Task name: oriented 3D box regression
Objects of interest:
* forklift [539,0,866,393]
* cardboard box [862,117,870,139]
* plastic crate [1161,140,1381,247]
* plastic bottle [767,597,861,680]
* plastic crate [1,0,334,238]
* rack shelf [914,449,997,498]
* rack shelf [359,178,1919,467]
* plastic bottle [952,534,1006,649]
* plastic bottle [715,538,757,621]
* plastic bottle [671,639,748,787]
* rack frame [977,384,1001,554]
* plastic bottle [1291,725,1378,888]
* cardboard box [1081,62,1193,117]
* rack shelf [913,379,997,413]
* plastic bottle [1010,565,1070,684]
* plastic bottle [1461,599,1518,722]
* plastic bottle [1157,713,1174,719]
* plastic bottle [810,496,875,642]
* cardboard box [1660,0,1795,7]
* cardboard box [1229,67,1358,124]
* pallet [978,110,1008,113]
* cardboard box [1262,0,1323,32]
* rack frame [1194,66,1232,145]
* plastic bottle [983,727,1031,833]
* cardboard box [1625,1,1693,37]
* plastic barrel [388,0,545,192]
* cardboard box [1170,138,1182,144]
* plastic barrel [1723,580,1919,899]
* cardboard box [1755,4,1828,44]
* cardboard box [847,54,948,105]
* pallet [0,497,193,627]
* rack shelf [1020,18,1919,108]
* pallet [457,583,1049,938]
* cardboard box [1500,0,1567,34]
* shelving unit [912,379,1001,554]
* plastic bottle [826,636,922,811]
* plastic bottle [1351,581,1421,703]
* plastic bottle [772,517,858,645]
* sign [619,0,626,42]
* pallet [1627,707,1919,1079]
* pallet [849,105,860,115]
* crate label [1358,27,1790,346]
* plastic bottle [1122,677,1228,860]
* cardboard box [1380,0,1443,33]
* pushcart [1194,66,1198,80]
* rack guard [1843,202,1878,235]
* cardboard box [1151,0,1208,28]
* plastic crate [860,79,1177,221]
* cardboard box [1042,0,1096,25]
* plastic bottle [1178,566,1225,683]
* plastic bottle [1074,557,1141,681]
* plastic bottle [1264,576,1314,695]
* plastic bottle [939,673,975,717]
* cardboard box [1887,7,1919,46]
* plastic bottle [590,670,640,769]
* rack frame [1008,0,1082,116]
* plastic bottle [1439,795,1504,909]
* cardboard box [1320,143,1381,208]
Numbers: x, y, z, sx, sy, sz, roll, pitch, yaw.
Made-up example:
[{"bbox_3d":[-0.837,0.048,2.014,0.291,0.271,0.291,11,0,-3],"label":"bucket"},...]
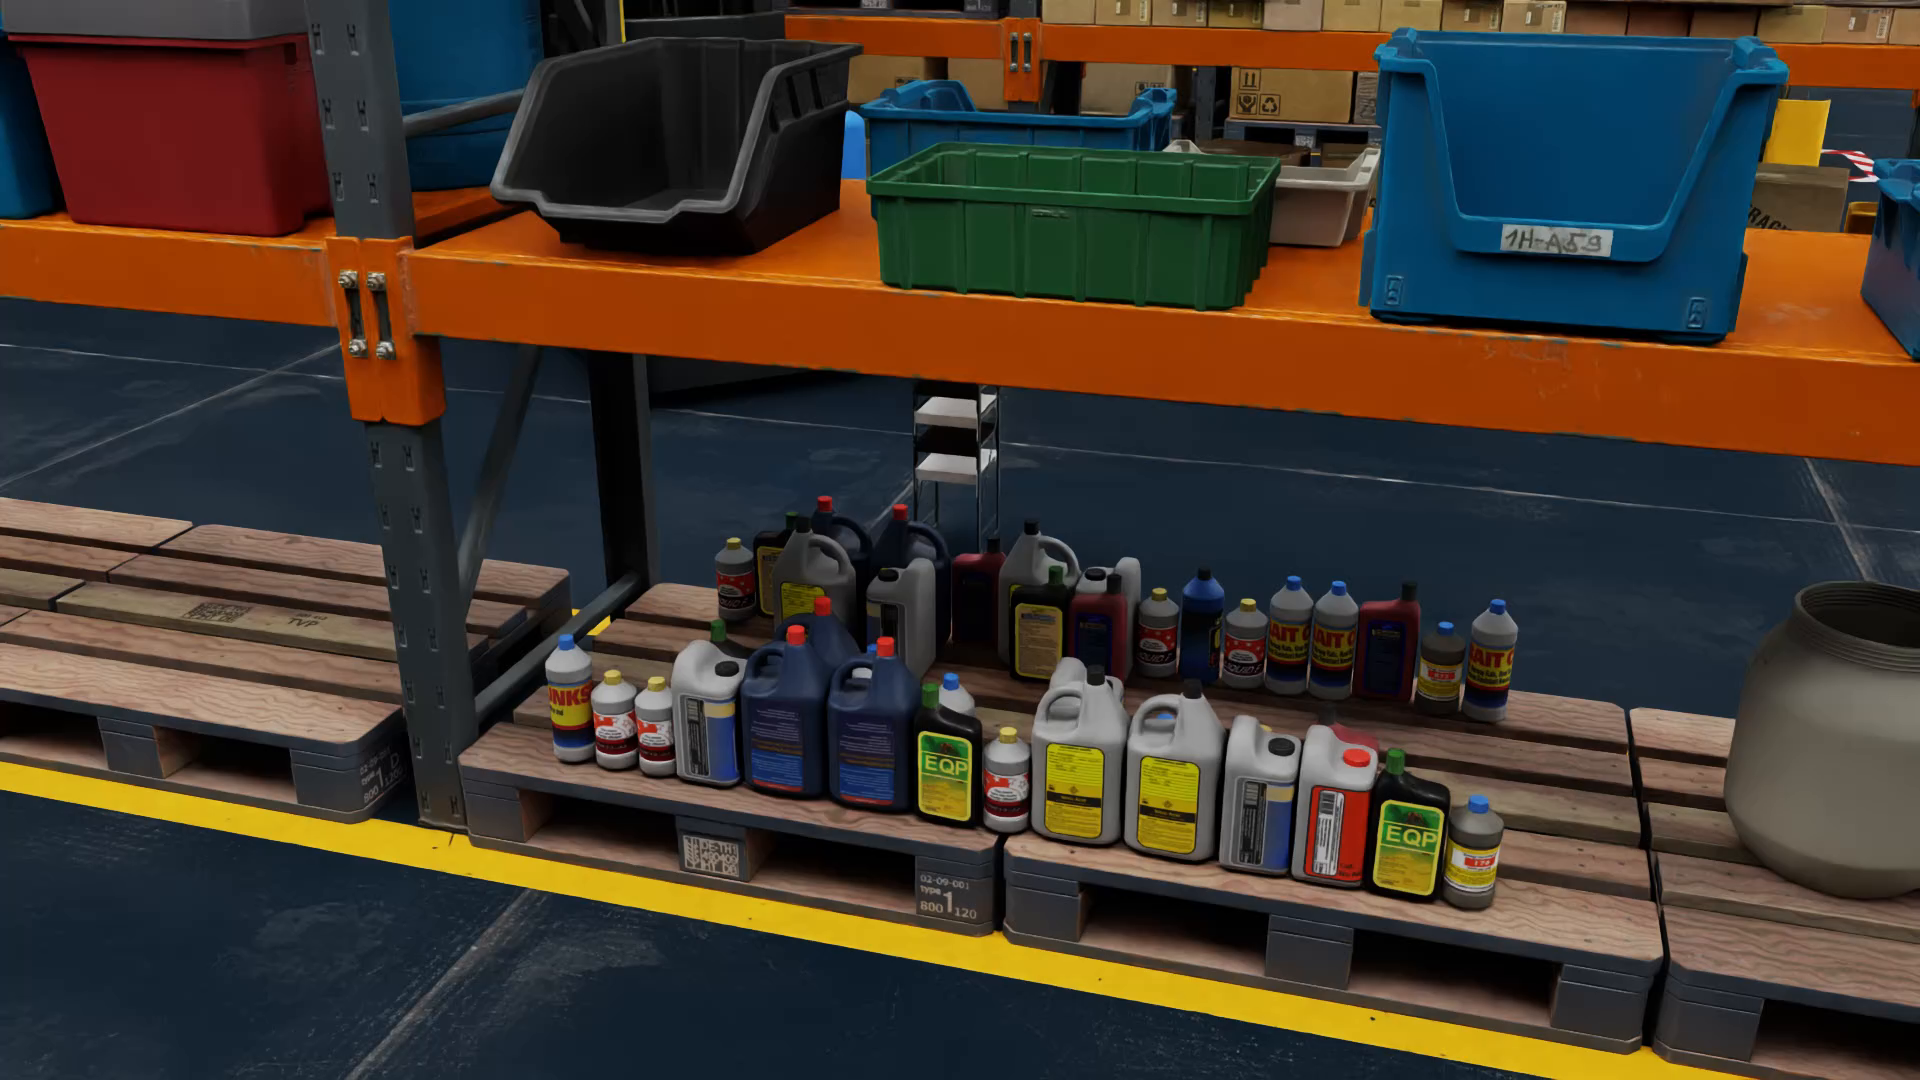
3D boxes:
[{"bbox_3d":[-1.480,-2.448,7.376,1.130,2.935,3.031,-11,25,-25],"label":"forklift"},{"bbox_3d":[-0.606,-1.905,8.675,0.500,0.500,0.700,6,23,15],"label":"cardboard box"},{"bbox_3d":[0.624,-0.716,3.411,0.437,0.136,0.530,7,23,16],"label":"plastic crate"},{"bbox_3d":[-0.309,0.285,3.534,0.185,0.351,0.144,7,23,16],"label":"plastic bottle"},{"bbox_3d":[-1.555,-0.896,3.416,0.583,0.464,0.402,7,23,16],"label":"plastic crate"},{"bbox_3d":[-0.008,-0.220,5.182,0.200,0.077,0.258,7,23,16],"label":"rack shelf"},{"bbox_3d":[0.911,-0.372,3.172,4.000,0.370,1.077,7,23,16],"label":"rack shelf"},{"bbox_3d":[0.048,0.119,4.027,0.133,0.283,0.061,8,24,19],"label":"plastic bottle"},{"bbox_3d":[-0.566,0.094,4.197,0.097,0.201,0.097,0,22,0],"label":"plastic bottle"},{"bbox_3d":[-0.508,0.352,3.468,0.135,0.276,0.152,7,23,17],"label":"plastic bottle"},{"bbox_3d":[0.090,-0.406,5.074,0.006,0.900,0.240,7,23,16],"label":"rack frame"},{"bbox_3d":[0.708,0.491,3.129,0.135,0.276,0.152,7,23,16],"label":"plastic bottle"},{"bbox_3d":[1.336,-3.703,12.757,0.750,0.750,1.050,6,23,15],"label":"cardboard box"},{"bbox_3d":[-0.008,-0.470,5.080,0.200,0.077,0.258,7,23,16],"label":"rack shelf"},{"bbox_3d":[0.184,0.192,3.850,0.133,0.283,0.061,7,23,16],"label":"plastic bottle"},{"bbox_3d":[1.180,0.261,3.696,0.097,0.271,0.097,0,22,0],"label":"plastic bottle"},{"bbox_3d":[0.408,0.445,3.339,0.097,0.201,0.097,0,22,0],"label":"plastic bottle"},{"bbox_3d":[-0.304,0.064,4.073,0.185,0.351,0.144,6,23,14],"label":"plastic bottle"},{"bbox_3d":[3.225,-2.550,7.012,0.500,0.500,0.875,7,23,16],"label":"cardboard box"},{"bbox_3d":[2.539,-3.632,12.417,0.875,0.875,0.875,7,23,16],"label":"cardboard box"},{"bbox_3d":[0.024,-3.415,13.317,1.213,0.211,1.003,7,23,16],"label":"pallet"},{"bbox_3d":[1.499,-2.359,7.399,0.250,0.149,0.380,7,23,16],"label":"cardboard box"},{"bbox_3d":[1.957,-4.515,12.324,0.127,3.000,1.000,7,23,16],"label":"rack frame"},{"bbox_3d":[0.094,0.467,3.288,0.097,0.201,0.097,0,22,0],"label":"plastic bottle"},{"bbox_3d":[2.969,-2.237,7.102,0.250,0.149,0.380,7,23,16],"label":"cardboard box"},{"bbox_3d":[-1.286,-1.308,3.847,0.708,0.901,0.600,7,23,16],"label":"plastic barrel"},{"bbox_3d":[0.799,-1.703,8.210,0.500,0.500,0.500,6,23,14],"label":"cardboard box"},{"bbox_3d":[1.694,0.372,3.136,0.421,0.512,0.421,0,22,0],"label":"plastic barrel"},{"bbox_3d":[3.431,-2.161,6.918,0.250,0.149,0.380,7,23,16],"label":"cardboard box"},{"bbox_3d":[-0.478,-3.912,13.267,0.750,0.750,1.050,7,23,16],"label":"cardboard box"},{"bbox_3d":[-2.938,0.161,4.599,1.213,0.211,1.003,7,23,16],"label":"pallet"},{"bbox_3d":[2.342,-2.172,7.559,4.000,0.370,1.077,7,23,16],"label":"rack shelf"},{"bbox_3d":[-0.373,0.455,3.883,1.213,0.211,1.003,7,23,16],"label":"pallet"},{"bbox_3d":[2.458,-2.251,7.137,0.250,0.149,0.380,7,23,16],"label":"cardboard box"},{"bbox_3d":[-0.008,-0.417,5.101,0.210,0.900,0.258,7,23,16],"label":"shelving unit"},{"bbox_3d":[-0.170,0.358,3.356,0.185,0.351,0.144,6,23,13],"label":"plastic bottle"},{"bbox_3d":[0.969,0.224,3.770,0.133,0.283,0.061,7,23,16],"label":"plastic bottle"},{"bbox_3d":[-0.345,0.116,3.945,0.185,0.351,0.144,7,23,16],"label":"plastic bottle"},{"bbox_3d":[-0.834,-1.251,4.002,0.005,0.325,0.100,7,23,16],"label":"sign"},{"bbox_3d":[1.963,0.722,3.231,1.213,0.211,1.003,7,23,16],"label":"pallet"},{"bbox_3d":[-1.140,-3.549,13.644,1.213,0.211,1.003,7,23,16],"label":"pallet"},{"bbox_3d":[0.986,-0.605,2.747,0.616,0.435,0.502,7,23,16],"label":"crate label"},{"bbox_3d":[0.415,0.425,3.192,0.185,0.351,0.144,8,23,18],"label":"plastic bottle"},{"bbox_3d":[1.986,-2.315,7.292,0.250,0.149,0.380,7,23,16],"label":"cardboard box"},{"bbox_3d":[2.679,-4.277,15.200,0.936,0.377,1.648,-1,22,-3],"label":"pushcart"},{"bbox_3d":[4.184,-1.137,7.383,0.348,0.500,1.175,7,23,16],"label":"rack guard"},{"bbox_3d":[1.029,-2.425,7.560,0.250,0.149,0.380,7,23,16],"label":"cardboard box"},{"bbox_3d":[0.135,-0.833,3.543,0.616,0.251,0.499,7,23,16],"label":"plastic crate"},{"bbox_3d":[0.546,-2.475,7.681,0.250,0.149,0.380,7,23,16],"label":"cardboard box"},{"bbox_3d":[0.562,0.190,3.869,0.097,0.271,0.097,0,22,0],"label":"plastic bottle"},{"bbox_3d":[0.344,0.174,3.902,0.135,0.276,0.152,7,23,16],"label":"plastic bottle"},{"bbox_3d":[0.756,0.213,3.814,0.097,0.271,0.097,0,22,0],"label":"plastic bottle"},{"bbox_3d":[-0.018,0.397,3.365,0.097,0.271,0.097,0,22,0],"label":"plastic bottle"},{"bbox_3d":[3.924,-2.125,6.829,0.250,0.149,0.380,7,23,16],"label":"cardboard box"},{"bbox_3d":[-0.728,0.372,3.517,0.097,0.201,0.097,0,22,0],"label":"plastic bottle"},{"bbox_3d":[0.427,-2.724,7.957,0.127,3.000,1.000,7,23,16],"label":"rack frame"},{"bbox_3d":[0.941,0.564,3.051,0.097,0.201,0.097,0,22,0],"label":"plastic bottle"},{"bbox_3d":[1.966,-1.603,7.967,0.500,0.500,0.500,4,23,11],"label":"cardboard box"}]
